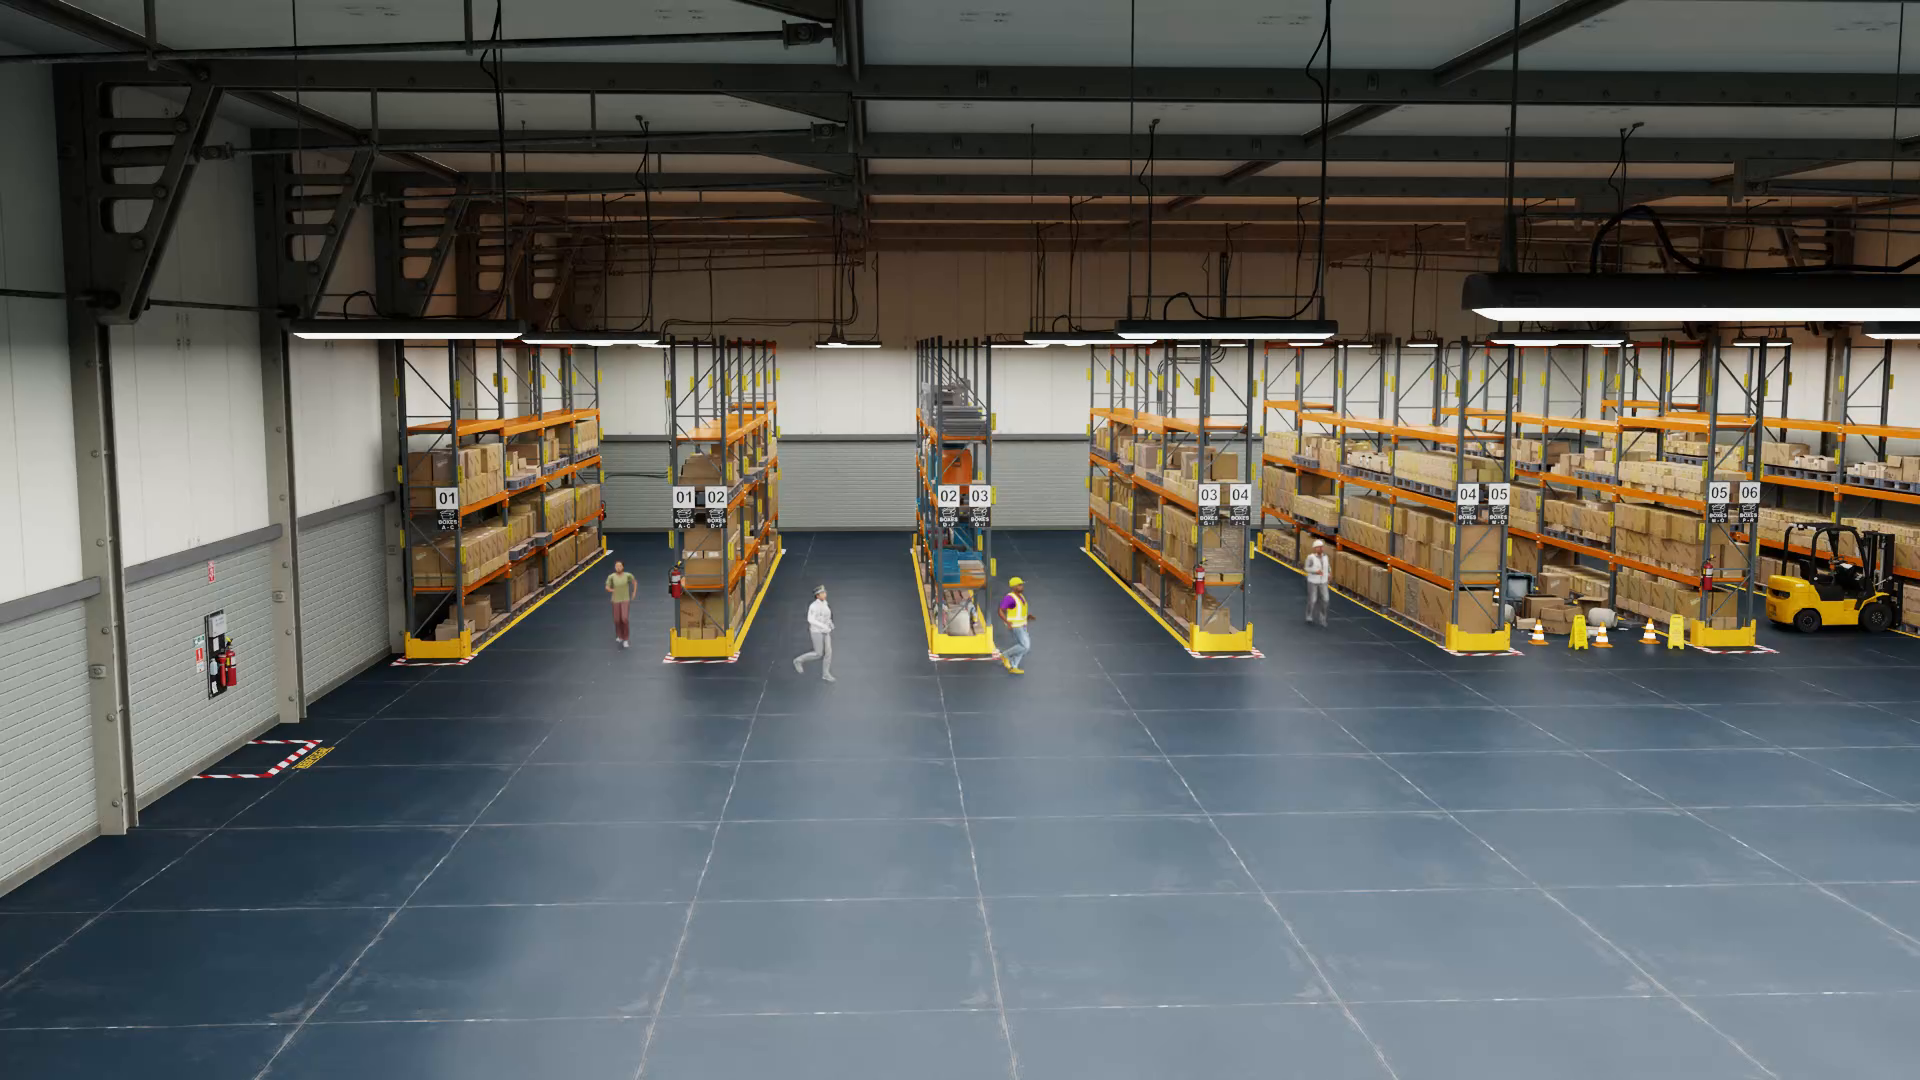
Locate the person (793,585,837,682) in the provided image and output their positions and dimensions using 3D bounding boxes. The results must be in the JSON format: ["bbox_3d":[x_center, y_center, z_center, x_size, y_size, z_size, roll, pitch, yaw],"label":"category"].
[{"bbox_3d":[-2.491,1.613,29.029,0.781,1.695,0.624,3,7,25],"label":"person"}]

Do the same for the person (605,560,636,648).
[{"bbox_3d":[-6.593,1.240,32.335,0.587,1.733,0.709,-1,7,-7],"label":"person"}]

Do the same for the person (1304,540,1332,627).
[{"bbox_3d":[7.495,0.917,34.778,0.675,1.850,0.748,-1,7,-12],"label":"person"}]

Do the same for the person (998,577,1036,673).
[{"bbox_3d":[1.033,1.521,29.504,0.580,1.718,0.707,3,7,26],"label":"person"}]
